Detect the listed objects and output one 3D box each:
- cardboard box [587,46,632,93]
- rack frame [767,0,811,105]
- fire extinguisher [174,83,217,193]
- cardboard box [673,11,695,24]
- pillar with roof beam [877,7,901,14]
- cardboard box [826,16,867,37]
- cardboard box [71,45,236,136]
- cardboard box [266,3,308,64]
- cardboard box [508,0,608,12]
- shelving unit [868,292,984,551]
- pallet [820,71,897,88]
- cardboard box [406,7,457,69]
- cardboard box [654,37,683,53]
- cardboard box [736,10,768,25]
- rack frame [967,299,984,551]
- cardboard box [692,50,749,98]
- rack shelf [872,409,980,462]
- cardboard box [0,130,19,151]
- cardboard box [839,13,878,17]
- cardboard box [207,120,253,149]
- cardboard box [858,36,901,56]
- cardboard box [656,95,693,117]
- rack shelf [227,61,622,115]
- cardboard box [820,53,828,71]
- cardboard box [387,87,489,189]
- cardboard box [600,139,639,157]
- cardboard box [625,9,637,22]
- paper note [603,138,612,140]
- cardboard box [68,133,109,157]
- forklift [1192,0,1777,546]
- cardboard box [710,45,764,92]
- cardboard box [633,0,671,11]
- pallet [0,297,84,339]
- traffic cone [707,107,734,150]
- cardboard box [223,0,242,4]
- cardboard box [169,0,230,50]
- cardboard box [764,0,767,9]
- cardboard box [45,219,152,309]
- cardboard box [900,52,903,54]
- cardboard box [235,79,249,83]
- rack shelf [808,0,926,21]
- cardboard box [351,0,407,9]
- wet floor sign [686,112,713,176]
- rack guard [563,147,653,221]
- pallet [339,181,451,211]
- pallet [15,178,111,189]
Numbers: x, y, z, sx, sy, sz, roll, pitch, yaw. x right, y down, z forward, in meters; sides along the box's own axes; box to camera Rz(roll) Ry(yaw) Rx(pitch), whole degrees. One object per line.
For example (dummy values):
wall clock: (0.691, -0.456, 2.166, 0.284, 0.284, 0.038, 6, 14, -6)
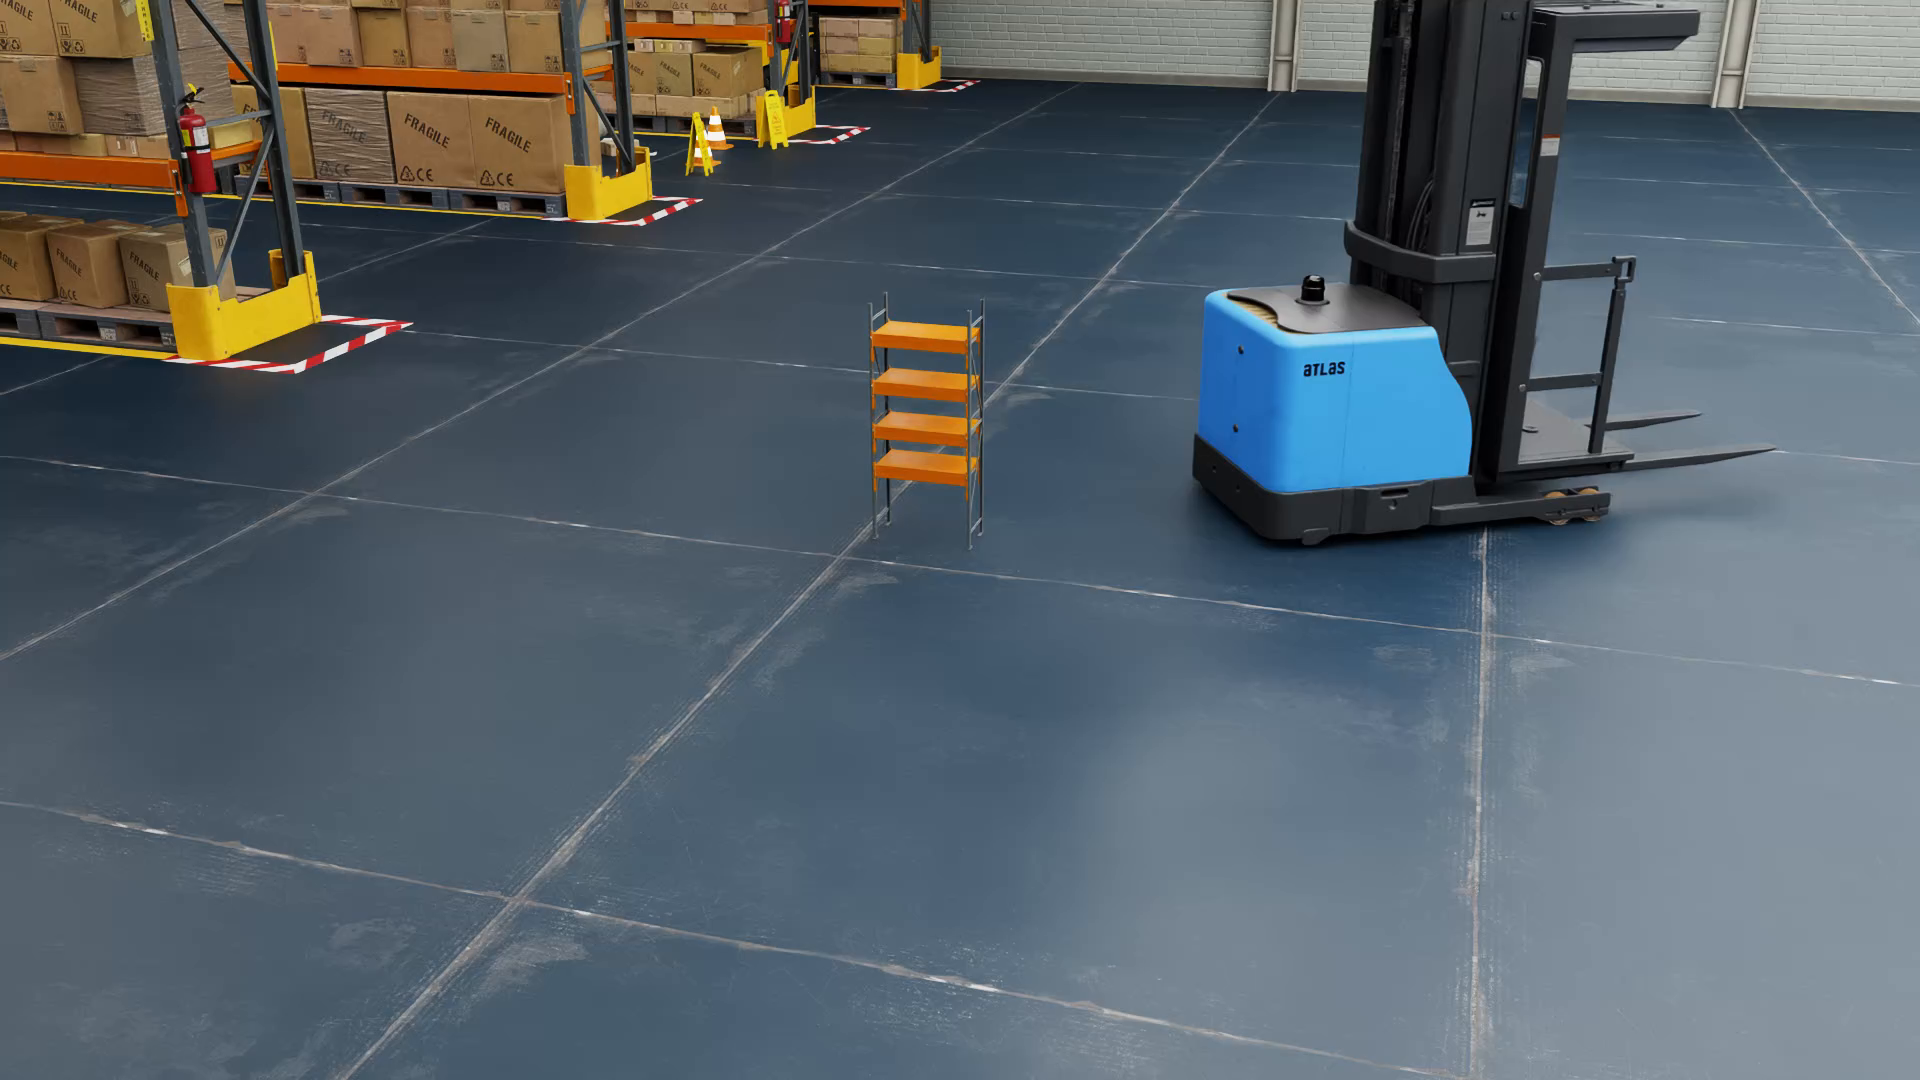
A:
cardboard box: (-4.394, -5.844, 20.646, 0.500, 0.500, 0.500, 8, 24, 18)
rack frame: (-2.063, -6.411, 19.946, 0.127, 3.000, 1.000, 7, 23, 16)
fire extinguisher: (-4.949, -2.595, 10.745, 0.183, 0.674, 0.296, 7, 23, 16)
cardboard box: (-3.252, -6.298, 20.003, 0.250, 0.149, 0.380, 7, 23, 16)
pillar with roof beam: (-2.283, -9.830, 20.377, 0.400, 9.000, 9.100, 7, 23, 16)
cardboard box: (-1.655, -7.590, 24.574, 0.500, 0.250, 0.500, 7, 23, 16)
cardboard box: (-5.445, -3.064, 11.264, 0.500, 0.500, 0.875, 7, 23, 16)
cardboard box: (-6.336, -5.021, 16.360, 0.550, 0.550, 0.875, 7, 23, 16)
cardboard box: (-3.740, -5.225, 15.435, 0.550, 0.550, 0.875, 7, 23, 16)
shelving unit: (-0.158, -0.573, 8.087, 0.503, 1.200, 0.258, 7, 23, 16)
pallet: (-1.377, -6.993, 25.040, 1.213, 0.211, 1.003, 7, 23, 16)
cardboard box: (-4.797, -4.854, 15.954, 0.550, 0.550, 0.875, 7, 23, 16)
cardboard box: (-3.516, -6.018, 20.215, 0.250, 0.149, 0.380, 7, 23, 16)
cardboard box: (-2.483, -6.258, 19.905, 0.250, 0.149, 0.380, 7, 23, 17)
rack frame: (0.075, -0.547, 8.021, 0.015, 1.200, 0.240, 7, 23, 16)
cardboard box: (-2.906, -5.673, 20.229, 0.500, 0.500, 0.500, 7, 23, 16)
rack shelf: (-0.158, -0.511, 8.112, 0.480, 0.148, 0.258, 7, 23, 16)
cardboard box: (-6.460, -2.781, 11.429, 0.250, 0.149, 0.380, 7, 23, 16)
cardboard box: (-1.518, -7.774, 25.023, 0.500, 0.250, 0.500, 7, 23, 16)
cardboard box: (-5.130, -2.812, 11.504, 0.250, 0.149, 0.380, 7, 23, 16)
cardboard box: (-1.189, -7.308, 24.544, 0.500, 0.250, 0.500, 6, 23, 15)
cardboard box: (-3.409, -5.384, 20.512, 0.500, 0.250, 0.500, 7, 23, 16)
rack shelf: (-5.311, -4.488, 16.206, 4.000, 0.370, 1.077, 7, 23, 16)
cardboard box: (-2.124, -7.190, 24.915, 0.500, 0.250, 0.500, 7, 23, 16)
cardboard box: (-4.908, -3.959, 16.214, 0.875, 0.875, 0.875, 6, 23, 15)
cardboard box: (-3.901, -4.502, 19.048, 0.380, 0.149, 0.250, -20, 29, -39)
cardboard box: (-3.941, -6.433, 20.330, 0.250, 0.149, 0.380, 7, 23, 16)
paper note: (-4.220, -4.834, 20.015, 0.148, 0.019, 0.142, -1, 22, -3)
cardboard box: (-5.752, -2.687, 11.198, 0.250, 0.149, 0.380, 7, 23, 16)
forklift: (2.822, -1.619, 8.355, 3.031, 2.935, 1.130, -6, 23, -14)
cardboard box: (-2.779, -5.871, 20.713, 0.500, 0.500, 0.500, 6, 23, 14)
cardboard box: (-3.619, -6.667, 20.047, 0.500, 0.500, 0.500, 6, 23, 15)
pallet: (-6.930, -1.765, 12.294, 1.213, 0.211, 1.003, 7, 23, 16)
traffic cone: (-2.848, -4.816, 19.400, 0.334, 0.463, 0.336, 7, 23, 16)
cardboard box: (-6.883, -5.556, 16.241, 0.550, 0.550, 0.875, 7, 23, 16)
cardboard box: (-5.374, -3.616, 11.292, 0.500, 0.500, 0.500, 7, 23, 16)
cardboard box: (-2.437, -6.747, 20.243, 0.500, 0.500, 0.500, 6, 23, 15)
cardboard box: (-6.101, -1.976, 11.874, 0.500, 0.500, 0.500, 13, 26, 29)
cardboard box: (-1.047, -7.262, 25.091, 0.500, 0.250, 0.500, 7, 23, 16)
cardboard box: (-9.184, -6.201, 22.344, 0.625, 0.372, 0.950, 5, 23, 12)
rack shelf: (-2.548, -8.101, 25.015, 4.000, 0.370, 1.077, 7, 23, 16)
cardboard box: (-5.336, -5.373, 15.797, 0.500, 0.550, 0.875, 7, 23, 16)
wet floor sign: (-2.797, -4.228, 17.728, 0.232, 0.644, 0.267, 3, 22, 6)
rack guard: (-3.373, -3.442, 16.003, 0.348, 0.500, 1.175, 7, 23, 16)
pallet: (-5.349, -3.505, 16.536, 1.213, 0.211, 1.003, 7, 23, 15)
pallet: (-9.158, -3.940, 17.597, 1.213, 0.211, 1.003, 7, 23, 16)
